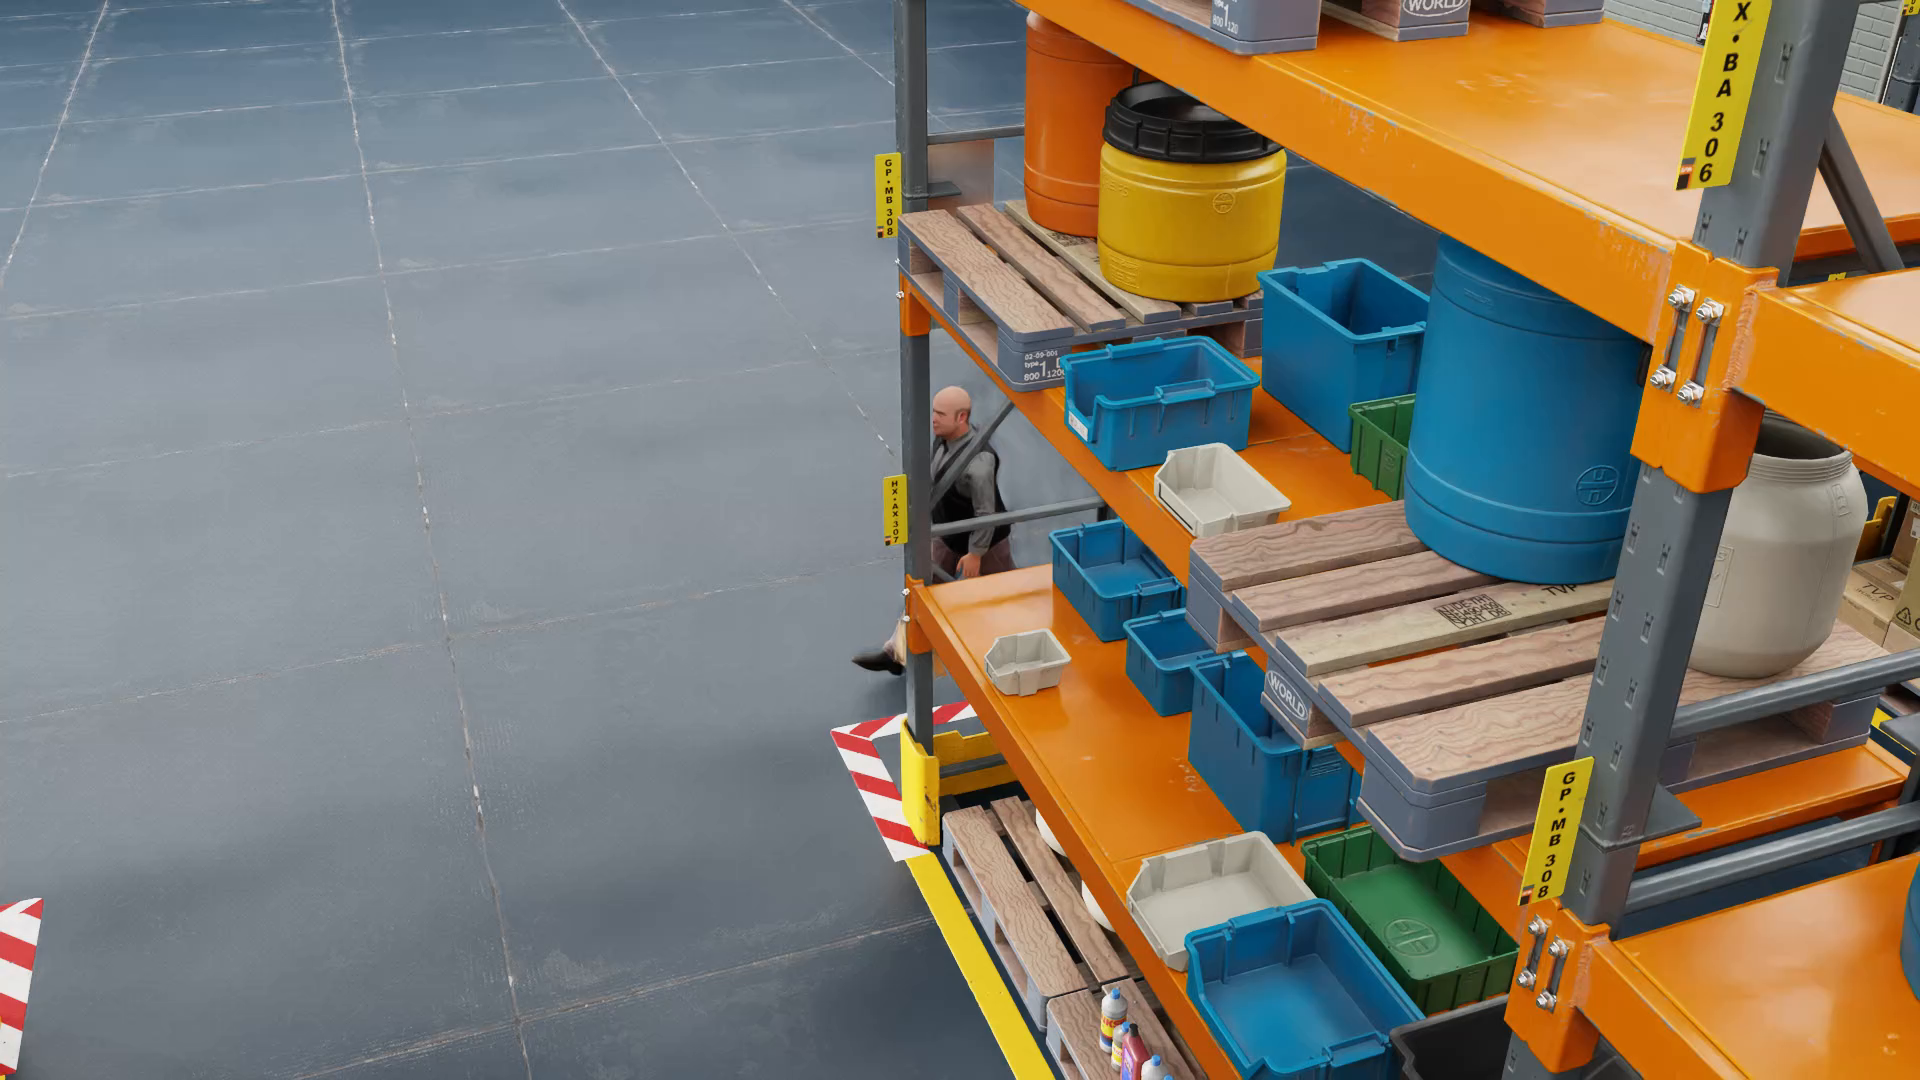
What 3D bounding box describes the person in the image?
[{"bbox_3d":[0.007,-0.019,8.428,1.109,1.647,0.546,-14,33,-23],"label":"person"}]
